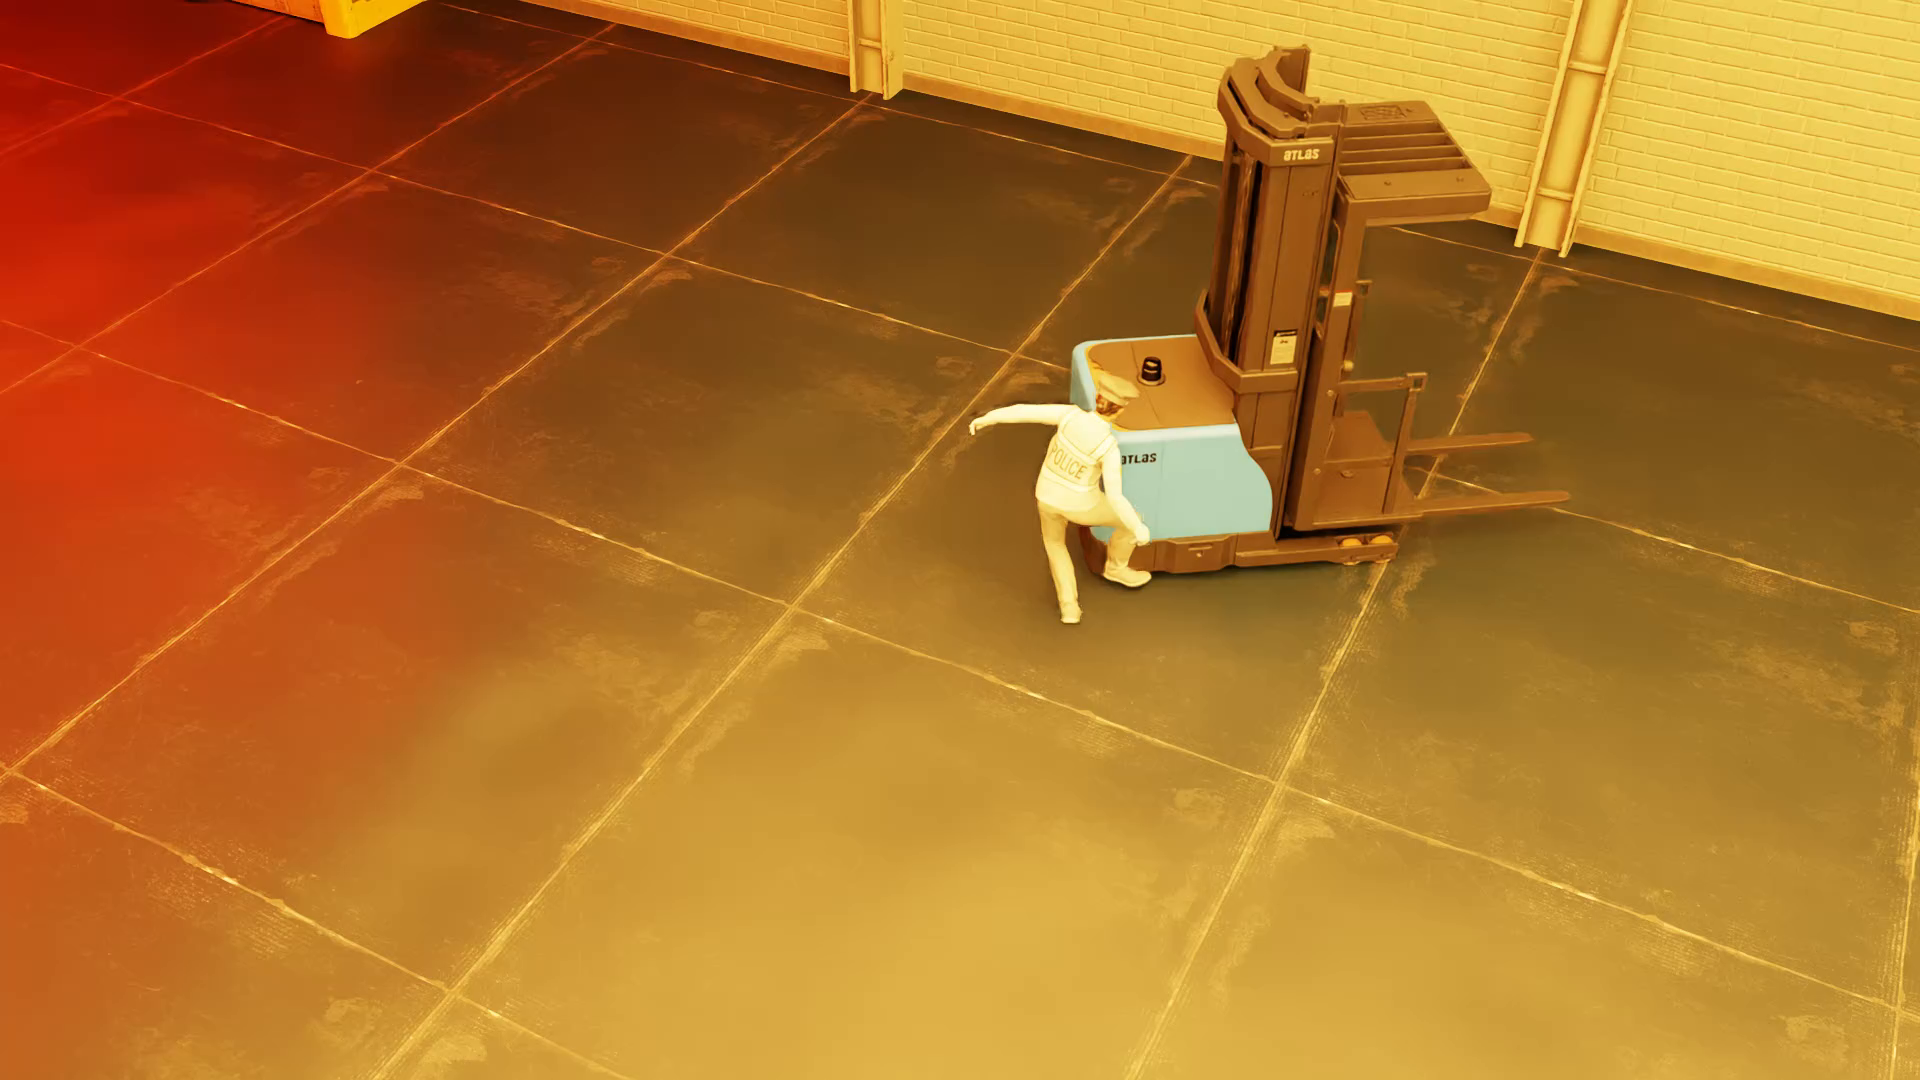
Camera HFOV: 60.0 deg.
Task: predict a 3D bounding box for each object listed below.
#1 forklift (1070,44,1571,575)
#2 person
[{"bbox_3d":[2.217,-1.302,9.533,3.031,2.935,1.130,-4,40,-5],"label":"forklift"},{"bbox_3d":[0.621,-0.261,9.438,1.025,1.547,0.633,24,45,25],"label":"person"}]
